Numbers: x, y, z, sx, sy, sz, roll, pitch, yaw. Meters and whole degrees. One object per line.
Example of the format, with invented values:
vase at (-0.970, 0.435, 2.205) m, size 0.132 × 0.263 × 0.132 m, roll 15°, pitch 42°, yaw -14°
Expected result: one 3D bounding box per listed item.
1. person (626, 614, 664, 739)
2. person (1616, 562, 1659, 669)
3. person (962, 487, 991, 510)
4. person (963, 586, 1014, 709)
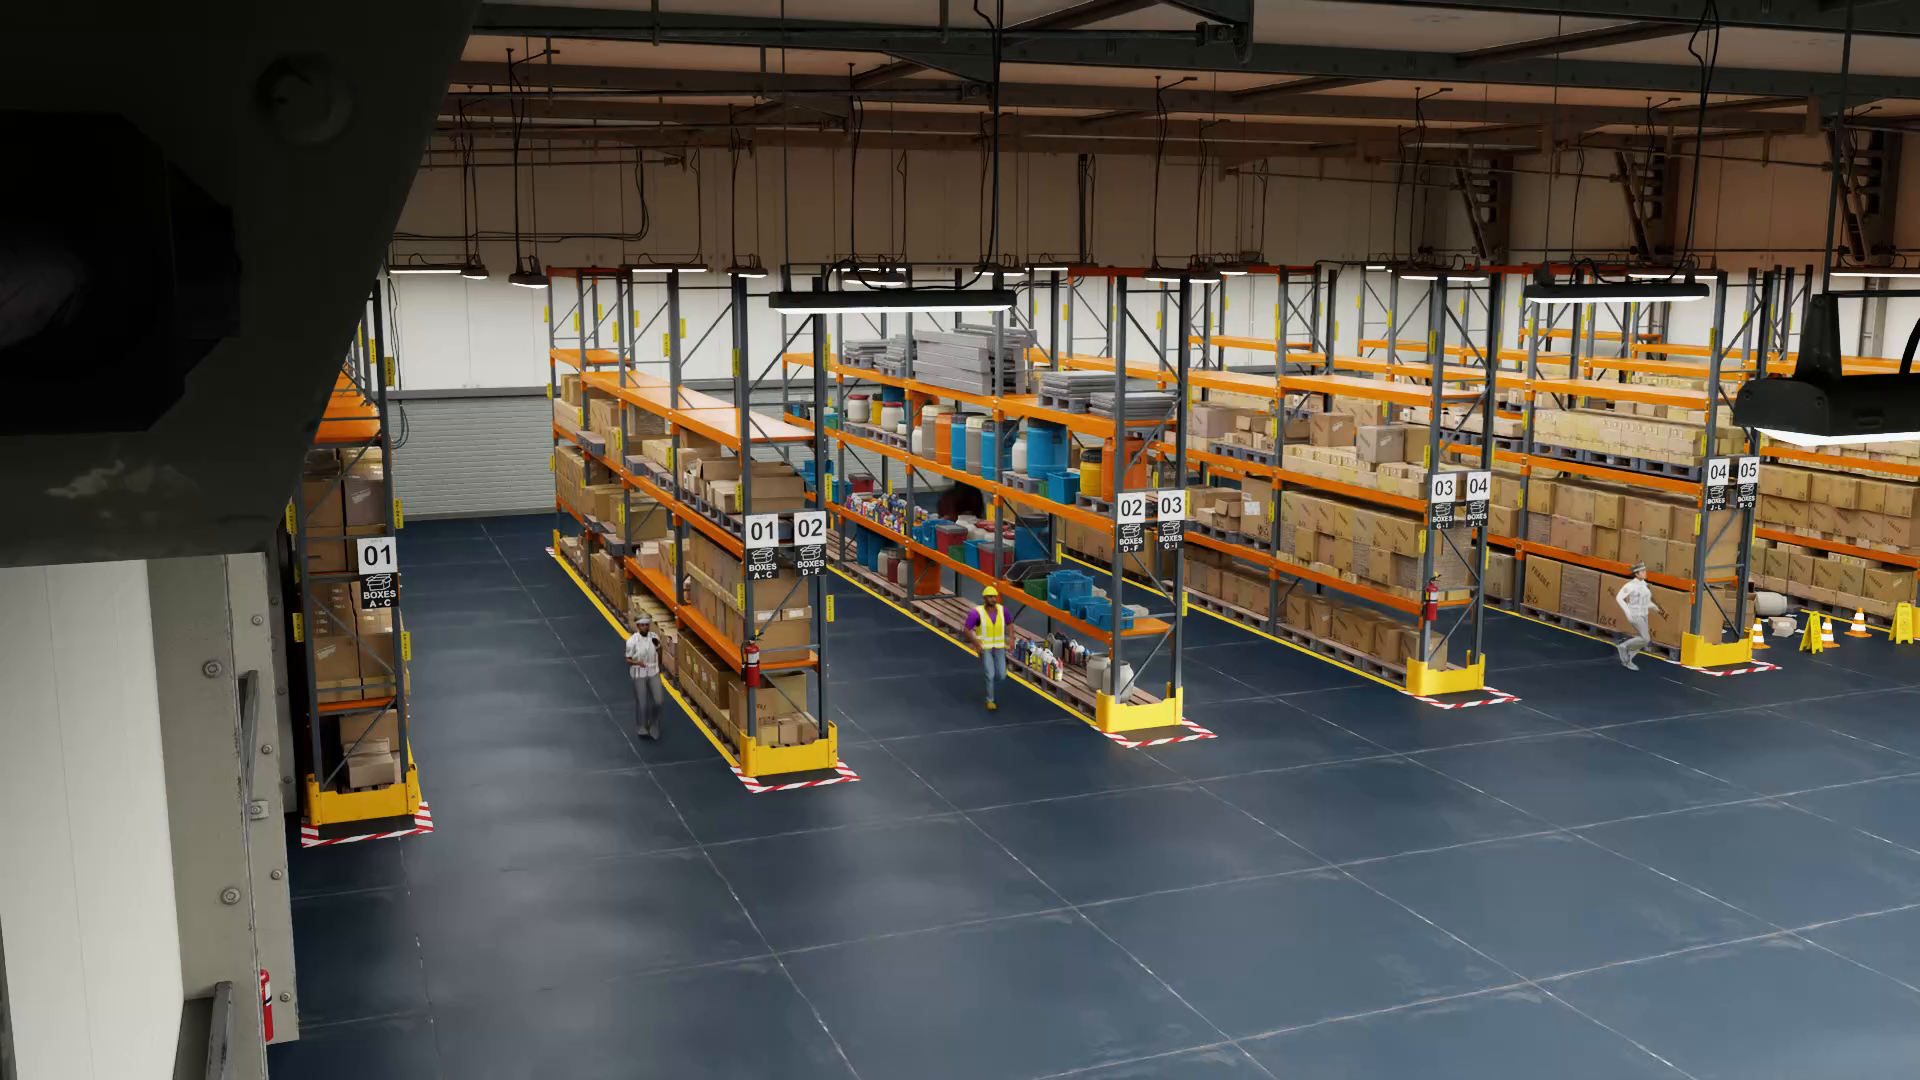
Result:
person at (-4.066, 1.778, 21.635) m, size 0.542 × 1.690 × 0.671 m, roll -5°, pitch 11°, yaw -24°
person at (10.331, 1.157, 25.276) m, size 0.614 × 1.661 × 0.537 m, roll -8°, pitch 13°, yaw -40°
person at (0.484, -1.417, 39.543) m, size 0.966 × 1.752 × 0.660 m, roll -2°, pitch 10°, yaw -11°
person at (0.403, 1.479, 23.201) m, size 0.747 × 1.722 × 0.616 m, roll -4°, pitch 11°, yaw -21°
